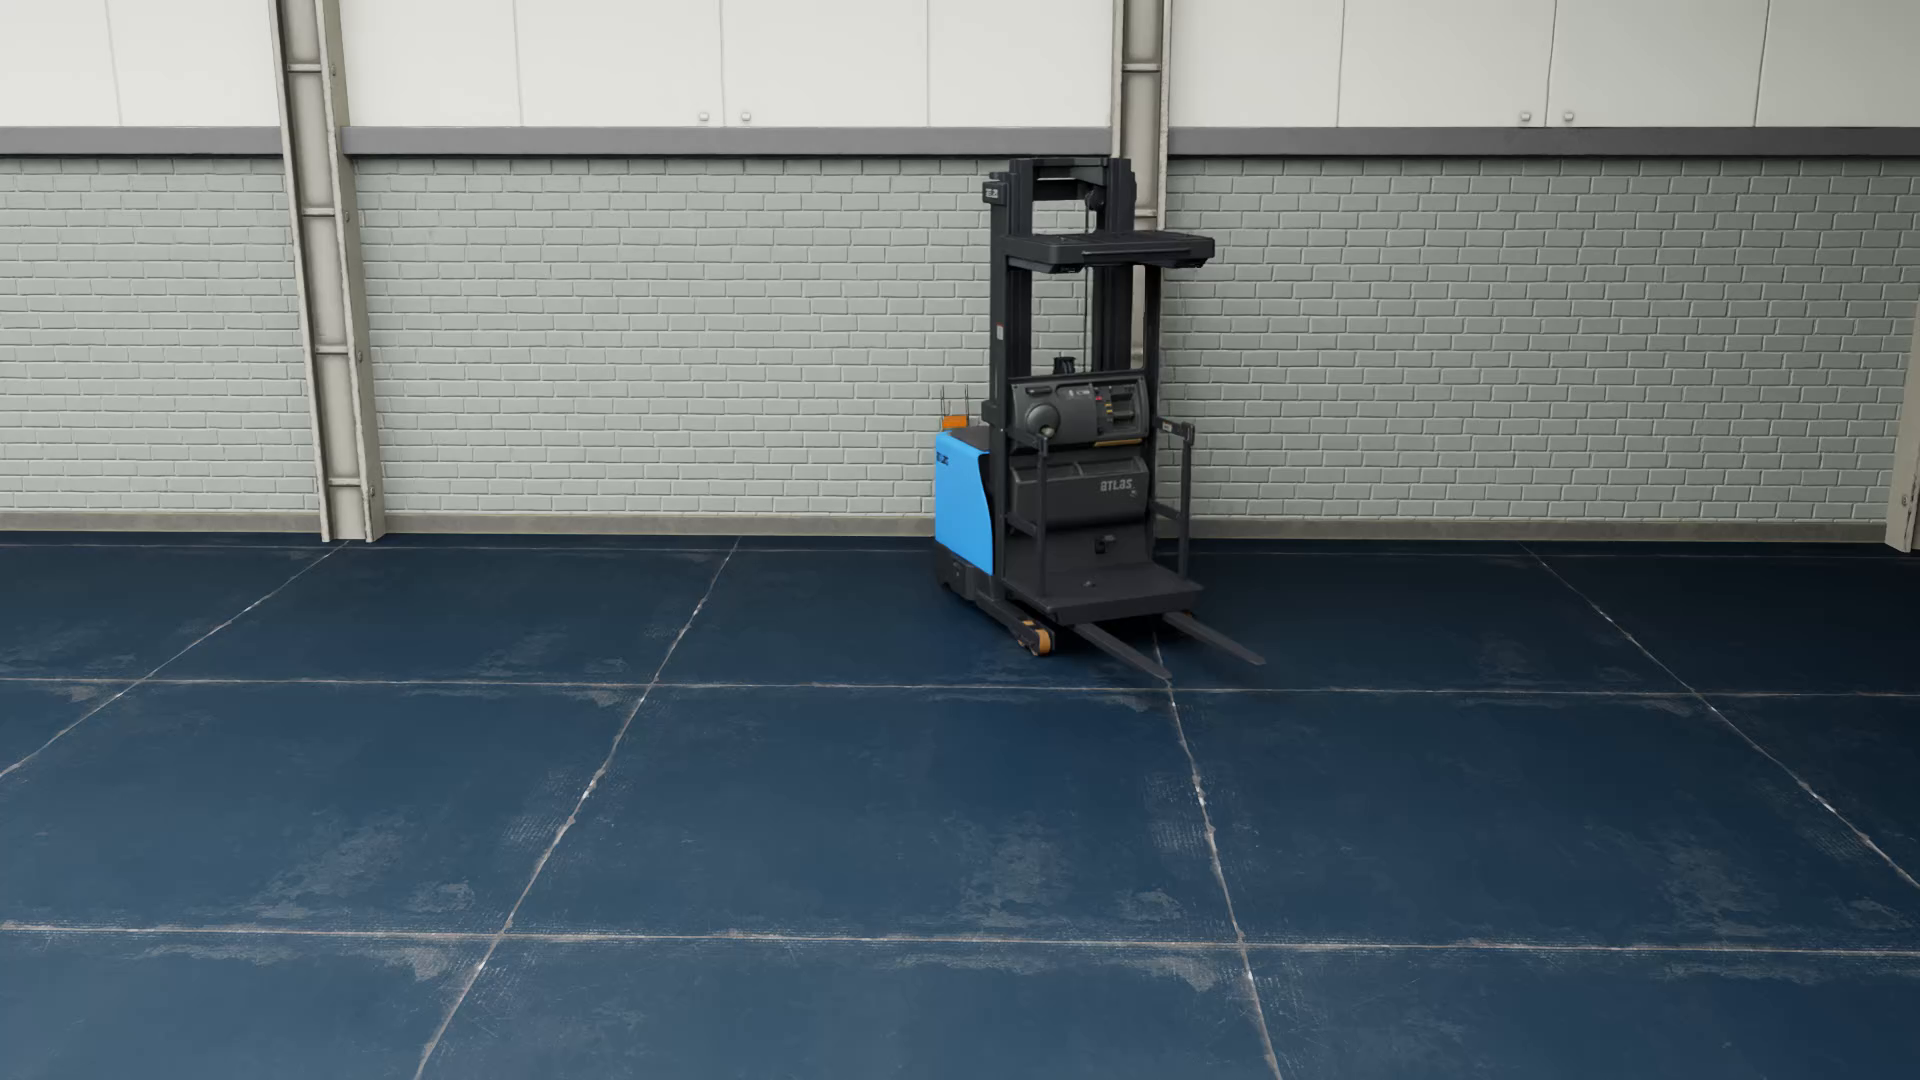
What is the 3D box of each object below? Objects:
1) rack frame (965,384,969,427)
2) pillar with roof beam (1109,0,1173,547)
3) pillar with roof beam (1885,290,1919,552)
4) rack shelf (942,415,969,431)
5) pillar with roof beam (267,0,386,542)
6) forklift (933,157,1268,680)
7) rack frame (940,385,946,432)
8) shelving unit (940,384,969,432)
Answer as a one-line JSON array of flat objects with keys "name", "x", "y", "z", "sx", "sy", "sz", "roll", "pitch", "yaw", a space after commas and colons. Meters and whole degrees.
[{"name": "rack frame", "x": 0.073, "y": -0.571, "z": 12.623, "sx": 0.006, "sy": 1.200, "sz": 0.240, "roll": -1, "pitch": 15, "yaw": 4}, {"name": "pillar with roof beam", "x": 1.182, "y": -3.239, "z": 7.479, "sx": 0.400, "sy": 9.000, "sz": 9.100, "roll": 0, "pitch": 15, "yaw": 1}, {"name": "pillar with roof beam", "x": 7.180, "y": -3.200, "z": 7.330, "sx": 0.400, "sy": 9.000, "sz": 9.100, "roll": 0, "pitch": 15, "yaw": 1}, {"name": "rack shelf", "x": -0.032, "y": -0.874, "z": 12.550, "sx": 0.180, "sy": 0.103, "sz": 0.258, "roll": -1, "pitch": 15, "yaw": 4}, {"name": "pillar with roof beam", "x": -4.816, "y": -3.279, "z": 7.627, "sx": 0.400, "sy": 9.000, "sz": 9.100, "roll": 0, "pitch": 15, "yaw": 1}, {"name": "forklift", "x": 0.843, "y": -0.832, "z": 10.247, "sx": 1.130, "sy": 2.935, "sz": 3.031, "roll": -6, "pitch": 16, "yaw": -22}, {"name": "rack frame", "x": -0.109, "y": -0.567, "z": 12.637, "sx": 0.006, "sy": 1.200, "sz": 0.240, "roll": -1, "pitch": 15, "yaw": 4}, {"name": "shelving unit", "x": -0.018, "y": -0.569, "z": 12.630, "sx": 0.189, "sy": 1.200, "sz": 0.258, "roll": -1, "pitch": 15, "yaw": 4}]
